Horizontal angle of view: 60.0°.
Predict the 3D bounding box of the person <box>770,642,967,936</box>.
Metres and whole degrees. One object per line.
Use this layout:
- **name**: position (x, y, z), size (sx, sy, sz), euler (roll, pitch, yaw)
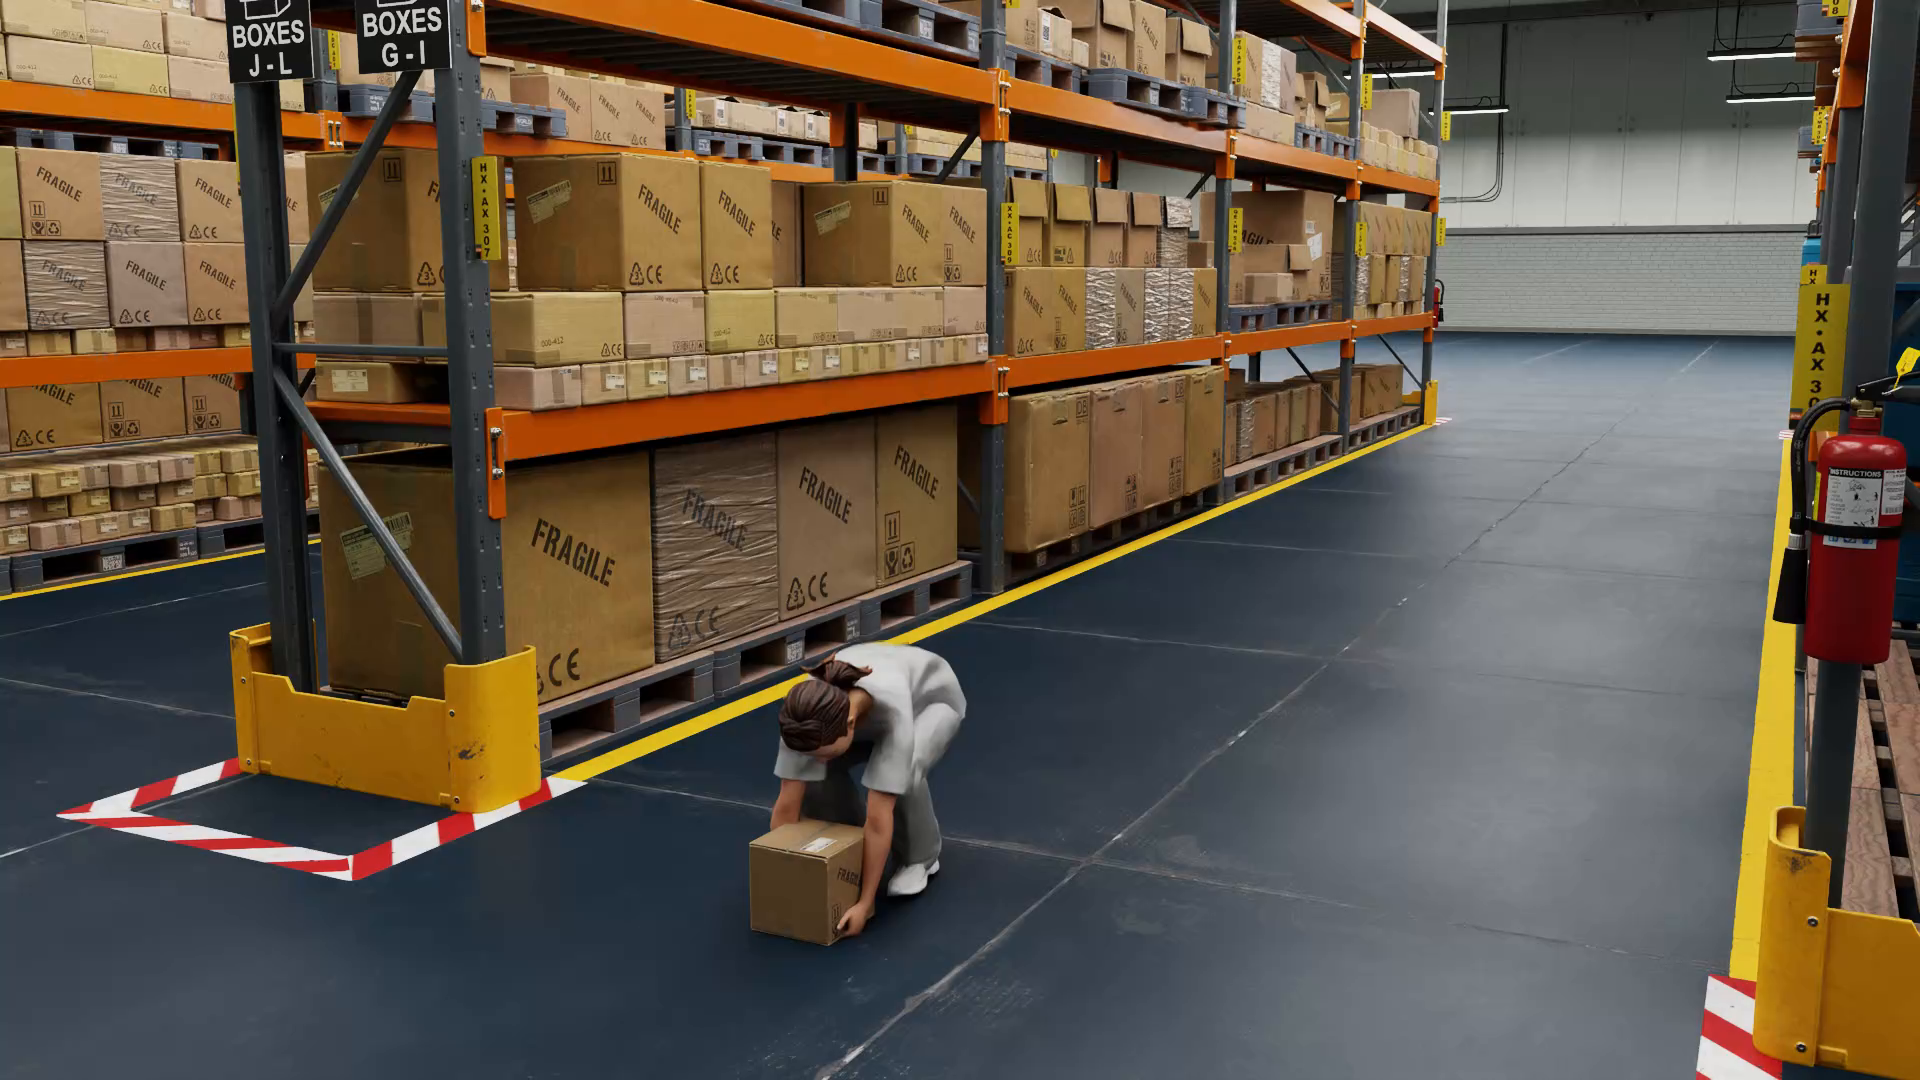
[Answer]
- **person**: position (-0.273, 0.653, 4.763), size (0.436, 0.770, 0.862), euler (4, 10, 25)
